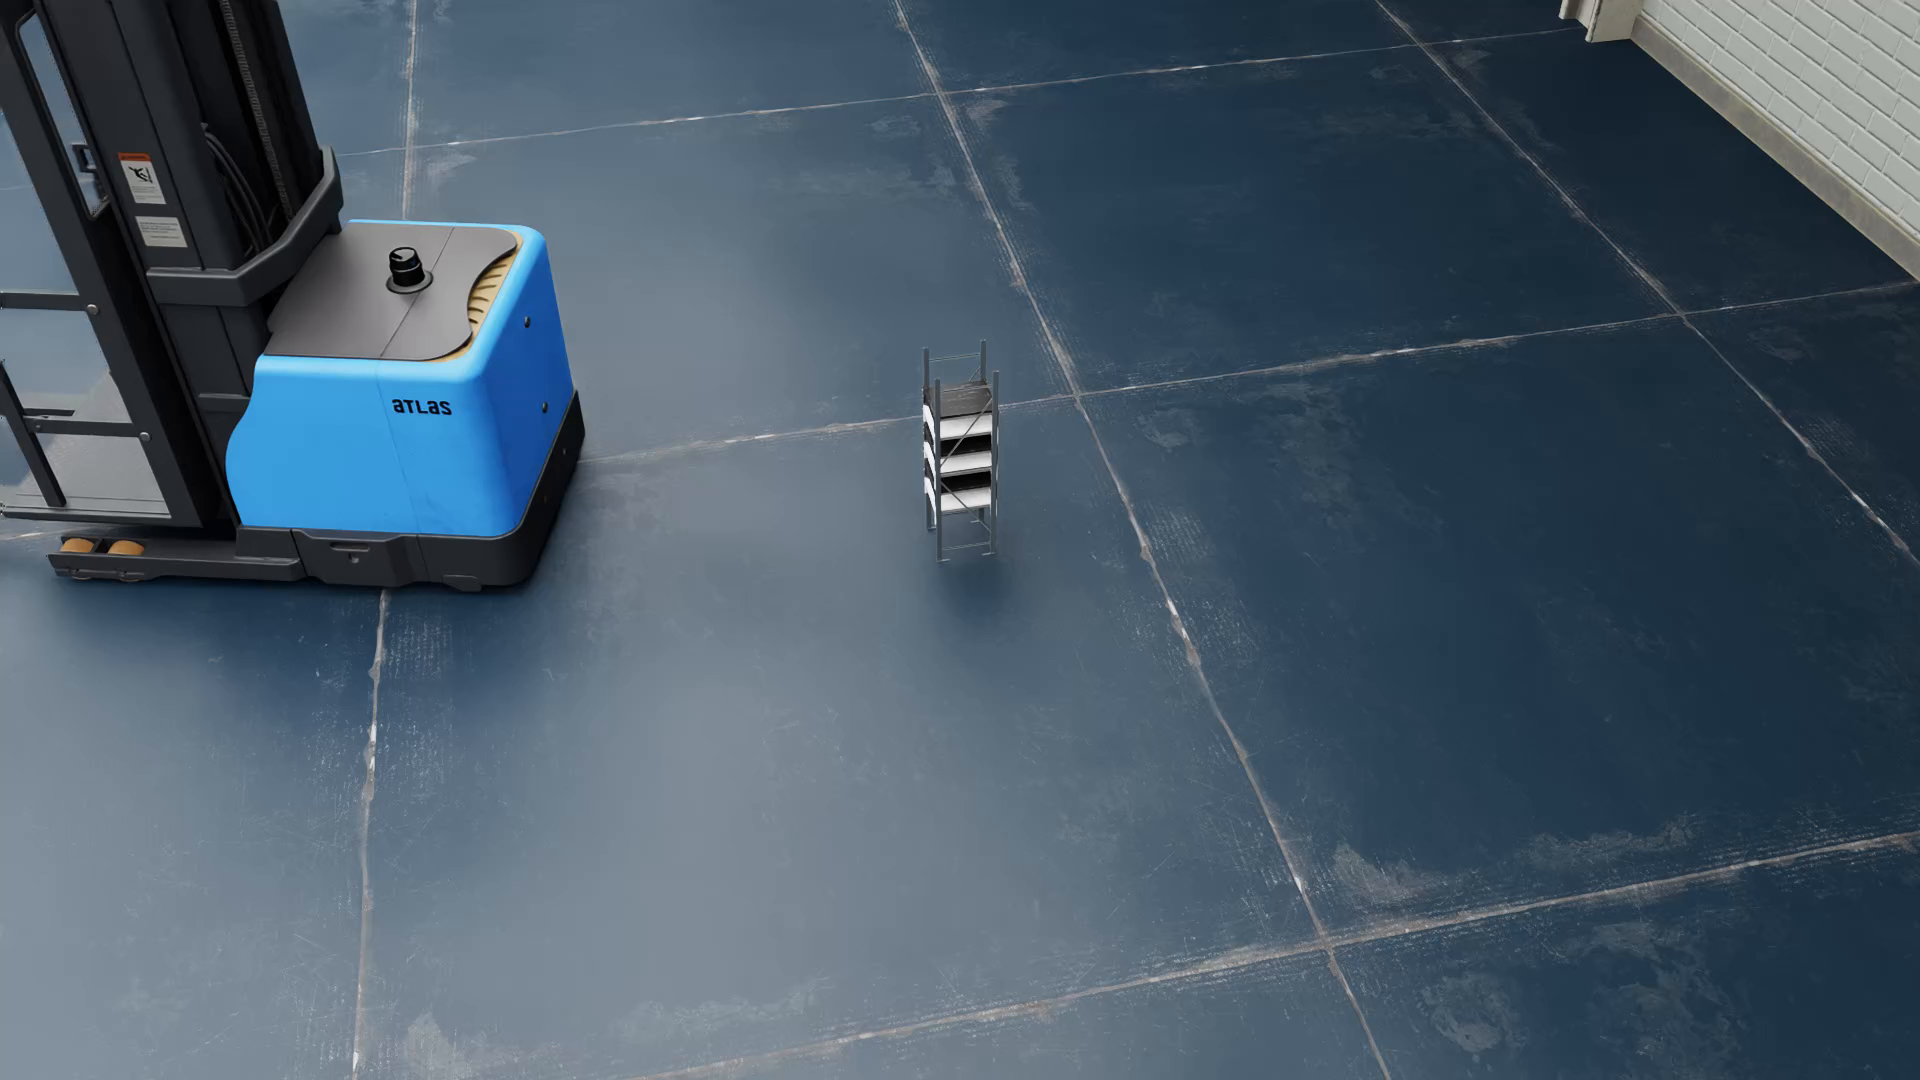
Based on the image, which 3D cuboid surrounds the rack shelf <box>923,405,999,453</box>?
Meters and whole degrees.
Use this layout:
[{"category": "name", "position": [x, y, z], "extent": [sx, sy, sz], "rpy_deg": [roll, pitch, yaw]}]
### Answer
[{"category": "rack shelf", "position": [0.002, -0.441, 6.348], "extent": [0.258, 0.077, 0.200], "rpy_deg": [-8, 42, -9]}]

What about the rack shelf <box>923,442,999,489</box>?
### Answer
[{"category": "rack shelf", "position": [0.002, -0.306, 6.467], "extent": [0.258, 0.077, 0.200], "rpy_deg": [-8, 42, -9]}]

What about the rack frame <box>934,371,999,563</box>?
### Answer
[{"category": "rack frame", "position": [0.024, -0.265, 6.371], "extent": [0.240, 0.900, 0.006], "rpy_deg": [-8, 42, -9]}]

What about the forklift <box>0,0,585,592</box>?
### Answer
[{"category": "forklift", "position": [-3.152, -1.278, 5.982], "extent": [3.031, 2.935, 1.130], "rpy_deg": [3, 42, 3]}]

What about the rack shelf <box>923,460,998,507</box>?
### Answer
[{"category": "rack shelf", "position": [0.002, -0.239, 6.527], "extent": [0.258, 0.077, 0.200], "rpy_deg": [-8, 42, -9]}]

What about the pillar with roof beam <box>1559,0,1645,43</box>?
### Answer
[{"category": "pillar with roof beam", "position": [-0.243, -5.944, 6.668], "extent": [9.100, 9.000, 0.400], "rpy_deg": [-8, 42, -9]}]

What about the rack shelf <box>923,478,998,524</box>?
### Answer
[{"category": "rack shelf", "position": [0.002, -0.172, 6.587], "extent": [0.258, 0.077, 0.200], "rpy_deg": [-8, 42, -9]}]

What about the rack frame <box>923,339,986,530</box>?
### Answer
[{"category": "rack frame", "position": [-0.020, -0.397, 6.520], "extent": [0.240, 0.900, 0.006], "rpy_deg": [-8, 42, -9]}]

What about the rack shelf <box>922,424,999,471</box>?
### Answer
[{"category": "rack shelf", "position": [0.002, -0.374, 6.408], "extent": [0.258, 0.077, 0.200], "rpy_deg": [-8, 42, -9]}]

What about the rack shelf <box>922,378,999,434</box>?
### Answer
[{"category": "rack shelf", "position": [0.002, -0.508, 6.288], "extent": [0.258, 0.077, 0.200], "rpy_deg": [-8, 42, -9]}]

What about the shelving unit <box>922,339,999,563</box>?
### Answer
[{"category": "shelving unit", "position": [0.002, -0.331, 6.445], "extent": [0.258, 0.900, 0.210], "rpy_deg": [-8, 42, -9]}]
